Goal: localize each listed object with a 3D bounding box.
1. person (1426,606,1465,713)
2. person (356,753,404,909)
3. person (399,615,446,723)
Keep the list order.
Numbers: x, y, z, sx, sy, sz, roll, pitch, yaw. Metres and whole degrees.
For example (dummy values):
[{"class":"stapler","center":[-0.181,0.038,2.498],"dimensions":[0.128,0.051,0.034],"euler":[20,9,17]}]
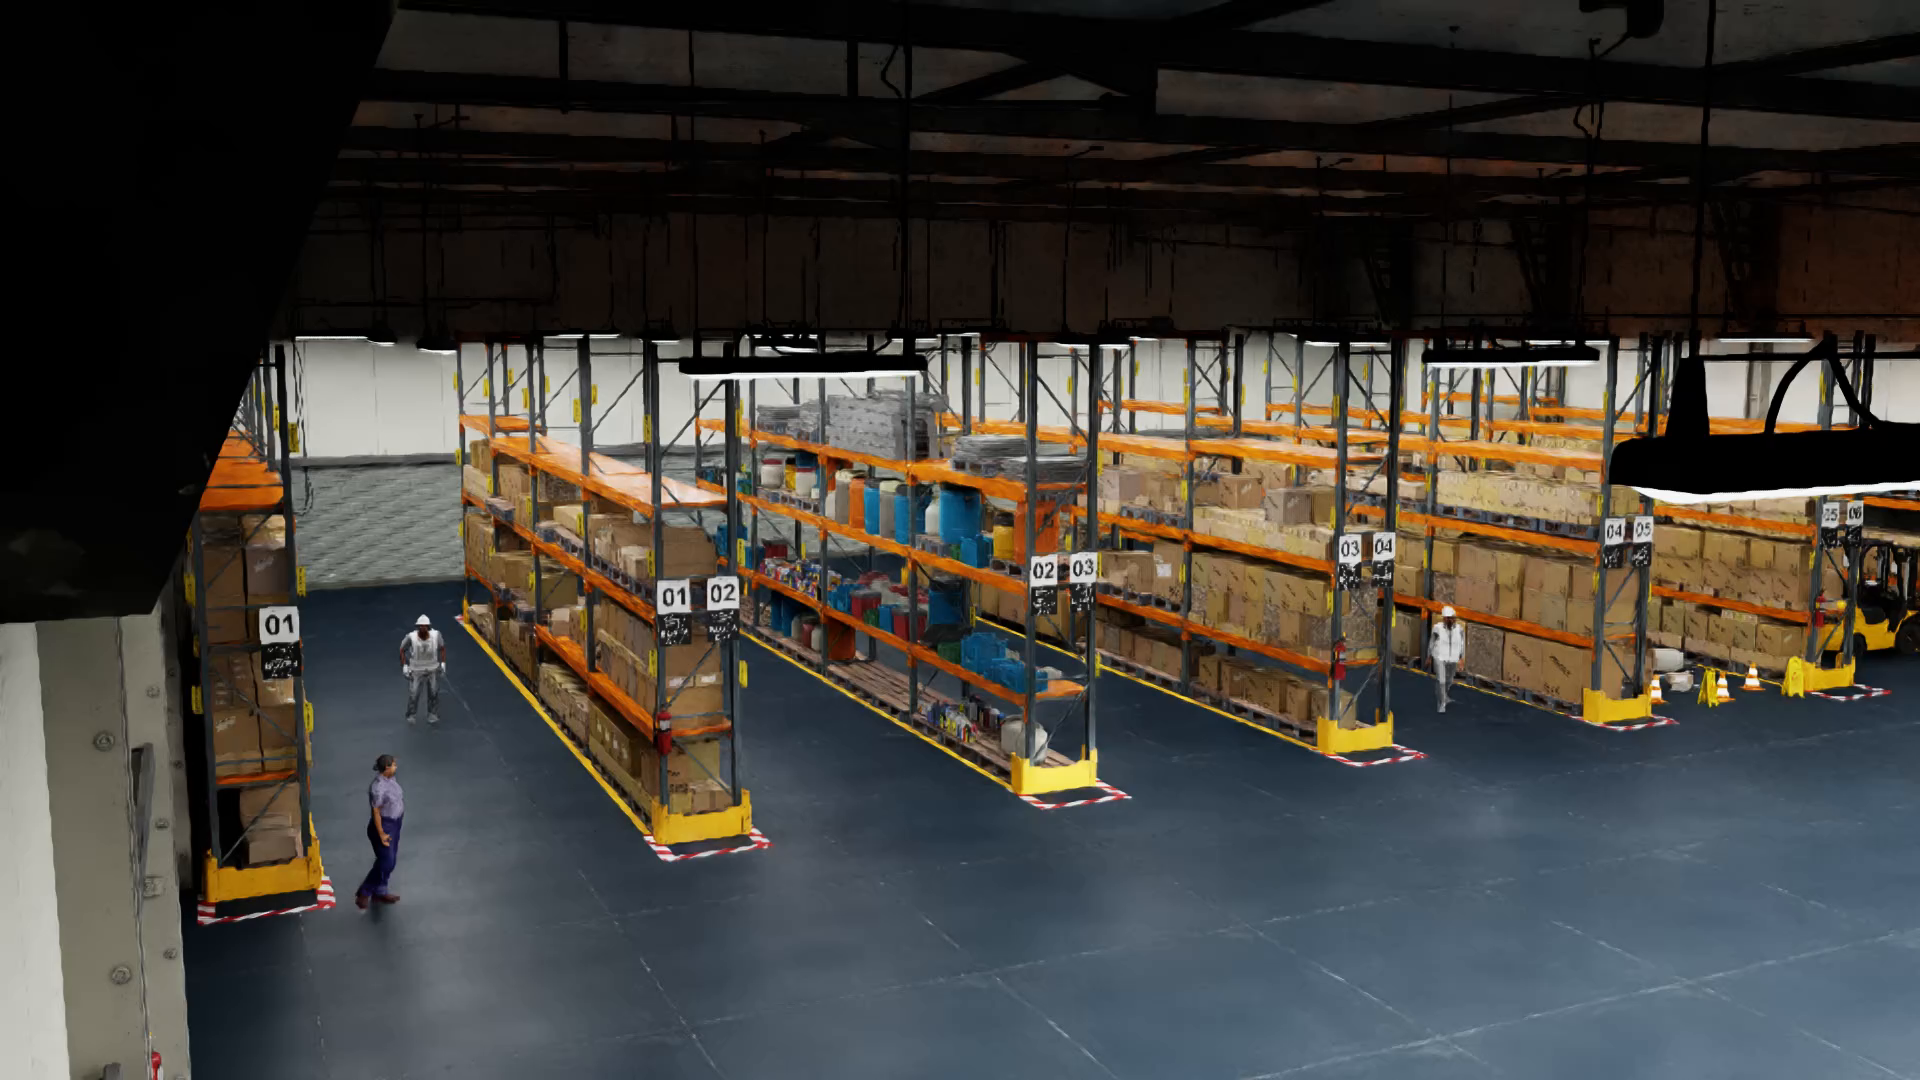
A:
[{"class":"person","center":[7.826,1.883,26.781],"dimensions":[0.572,1.721,0.950],"euler":[-1,8,-4]},{"class":"person","center":[-6.239,3.116,17.852],"dimensions":[0.461,1.641,0.657],"euler":[0,8,2]},{"class":"person","center":[-8.334,2.006,25.836],"dimensions":[0.702,1.735,0.549],"euler":[-4,9,-26]}]
